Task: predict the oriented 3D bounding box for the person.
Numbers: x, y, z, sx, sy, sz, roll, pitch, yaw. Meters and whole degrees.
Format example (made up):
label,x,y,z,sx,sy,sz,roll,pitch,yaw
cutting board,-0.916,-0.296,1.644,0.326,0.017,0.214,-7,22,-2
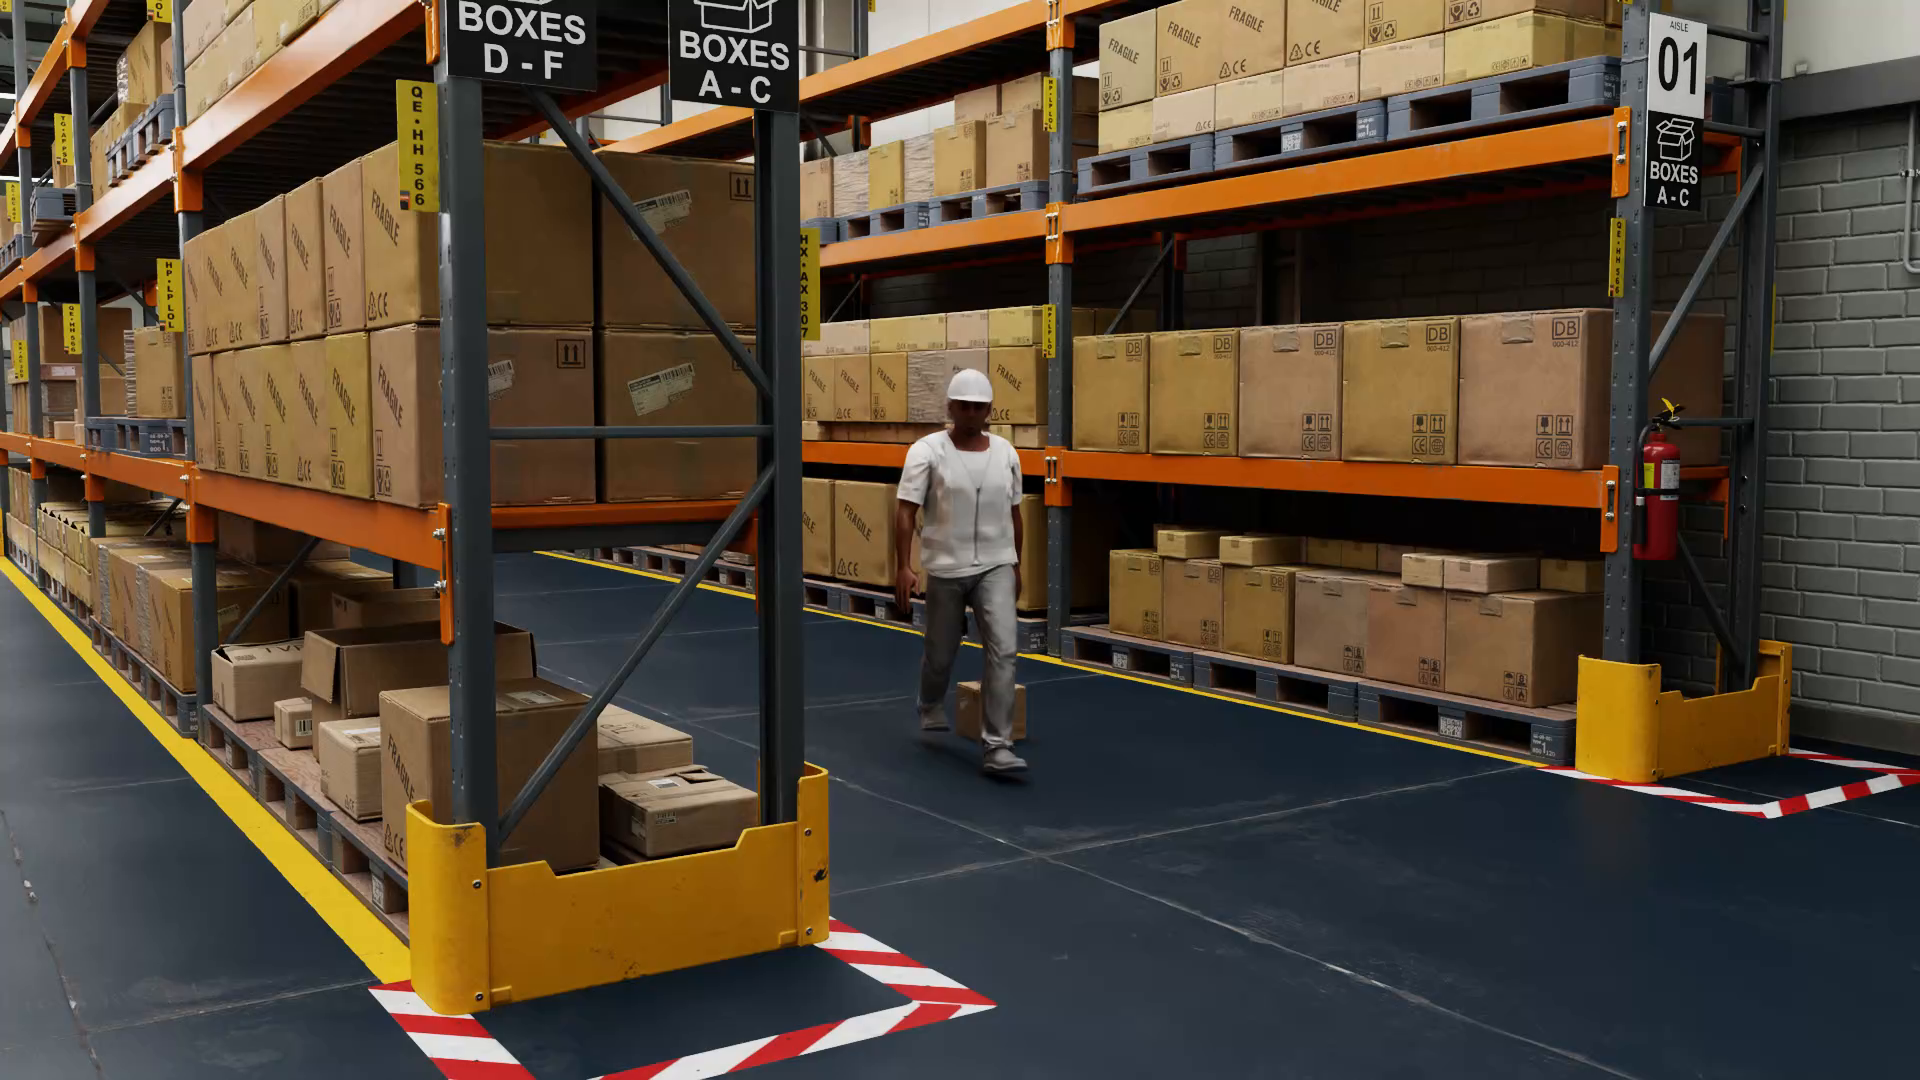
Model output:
label,x,y,z,sx,sy,sz,roll,pitch,yaw
person,0.002,0.117,7.284,0.627,1.730,1.014,-1,5,-13
